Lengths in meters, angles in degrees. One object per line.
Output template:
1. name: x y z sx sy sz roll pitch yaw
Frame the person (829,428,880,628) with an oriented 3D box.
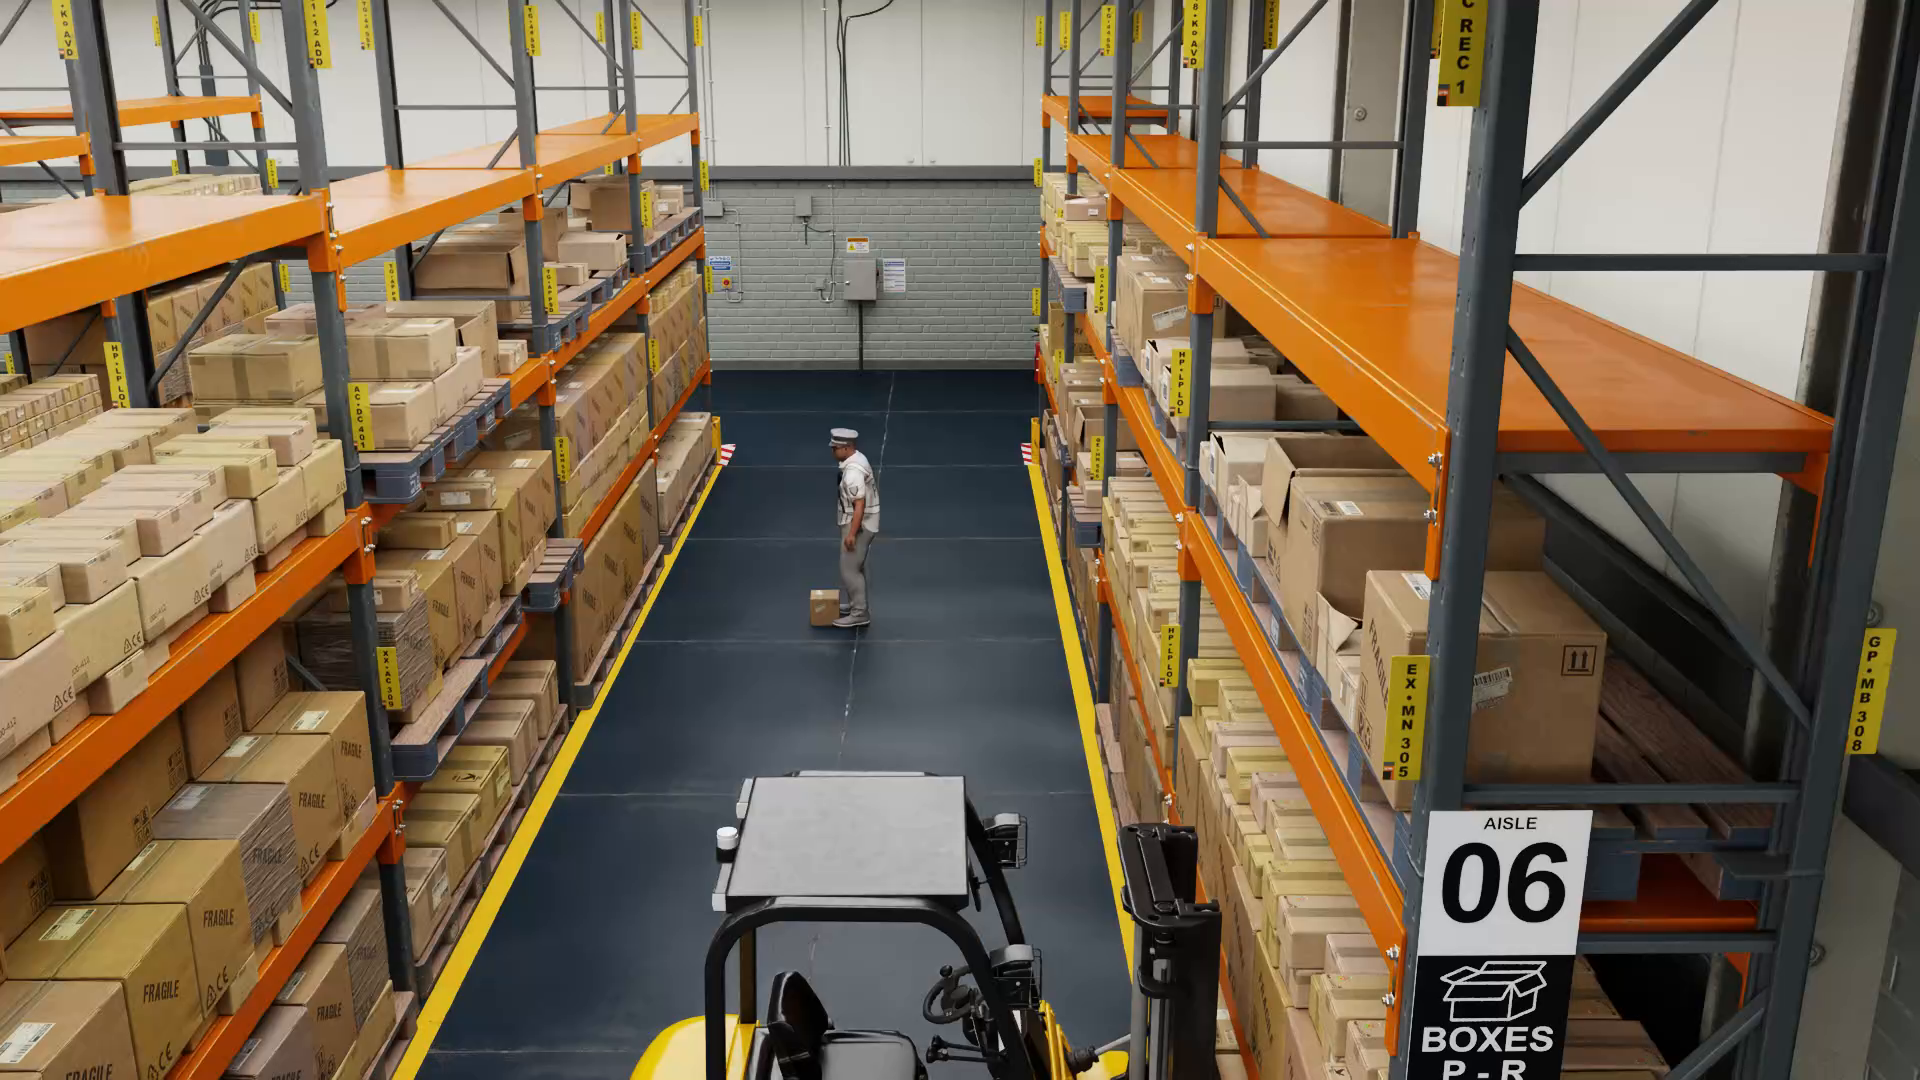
1. person: -0.915 -0.123 14.514 0.437 1.747 0.596 -1 17 -4
